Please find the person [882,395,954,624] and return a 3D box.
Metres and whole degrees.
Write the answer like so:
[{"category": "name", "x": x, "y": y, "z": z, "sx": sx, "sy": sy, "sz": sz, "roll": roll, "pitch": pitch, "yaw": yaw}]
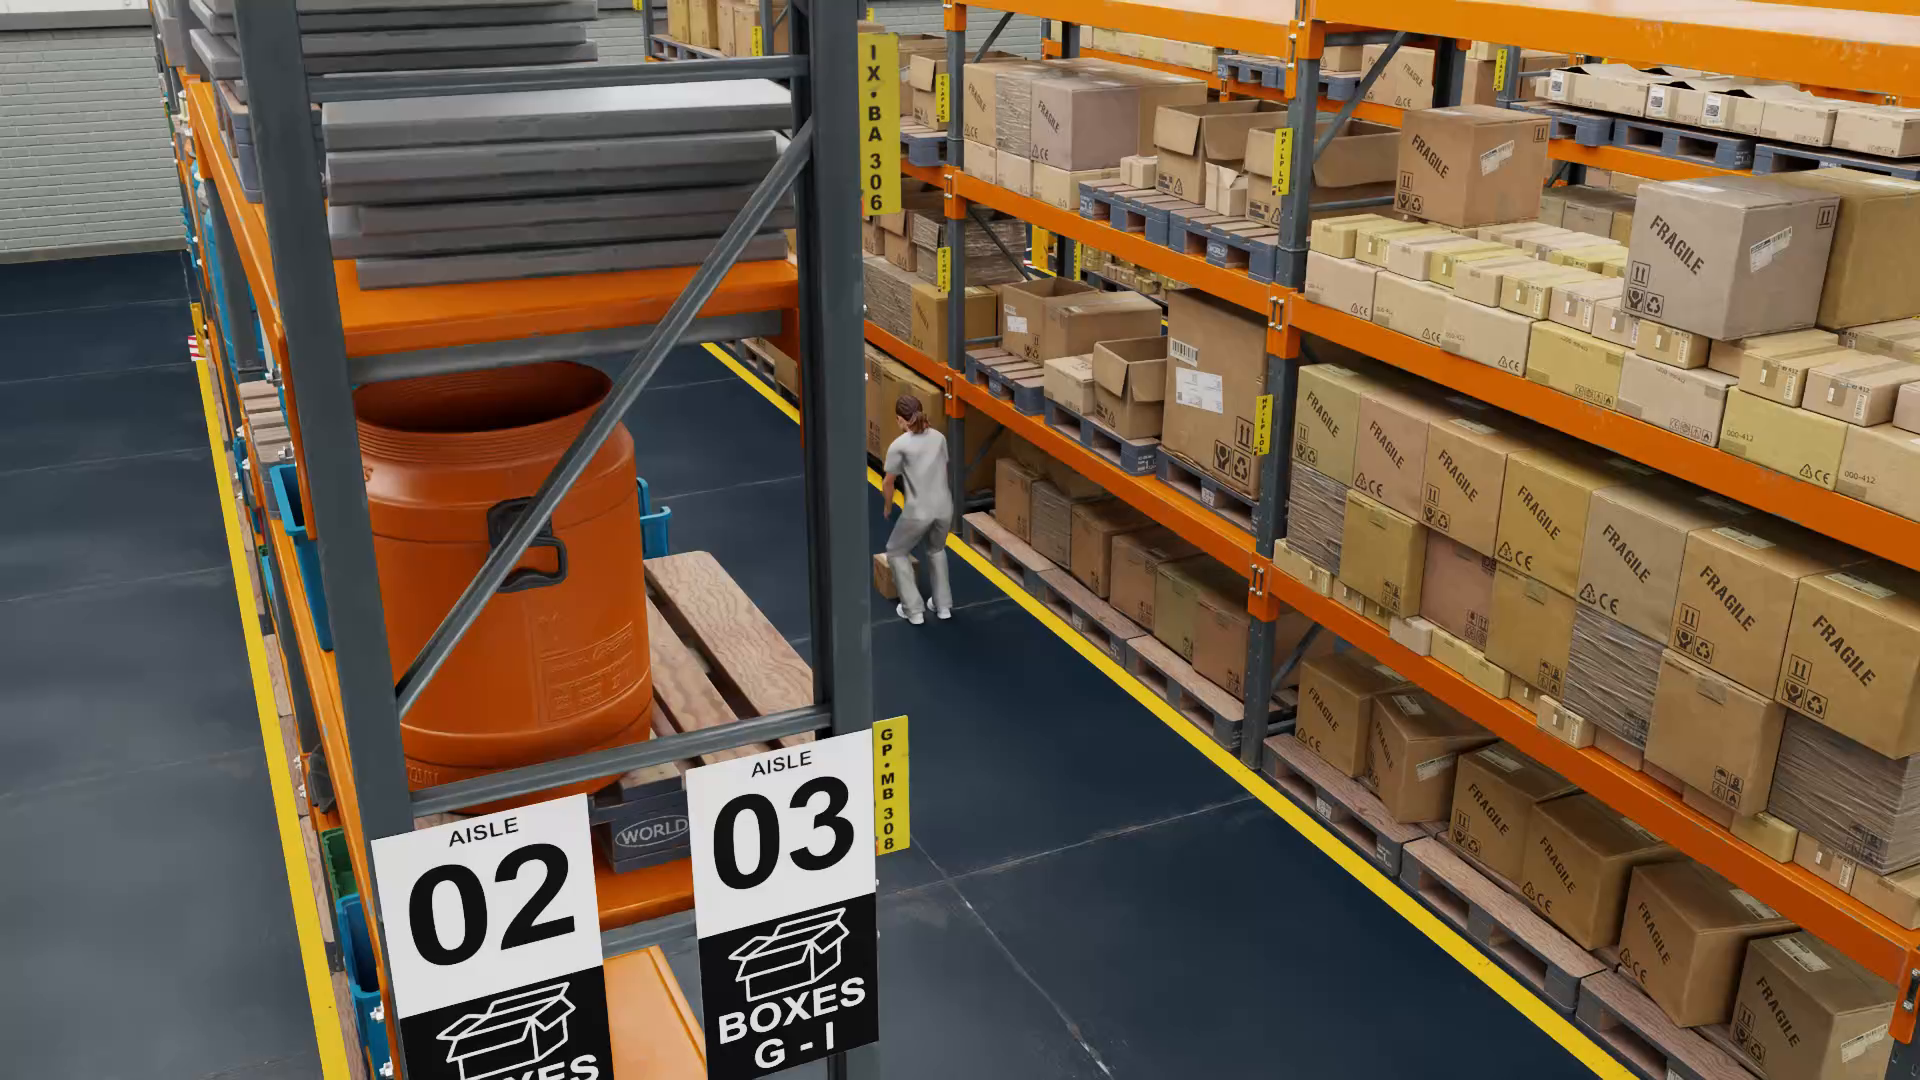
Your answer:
[{"category": "person", "x": -0.287, "y": -0.189, "z": 11.255, "sx": 0.478, "sy": 1.533, "sz": 0.489, "roll": -10, "pitch": 24, "yaw": -23}]
